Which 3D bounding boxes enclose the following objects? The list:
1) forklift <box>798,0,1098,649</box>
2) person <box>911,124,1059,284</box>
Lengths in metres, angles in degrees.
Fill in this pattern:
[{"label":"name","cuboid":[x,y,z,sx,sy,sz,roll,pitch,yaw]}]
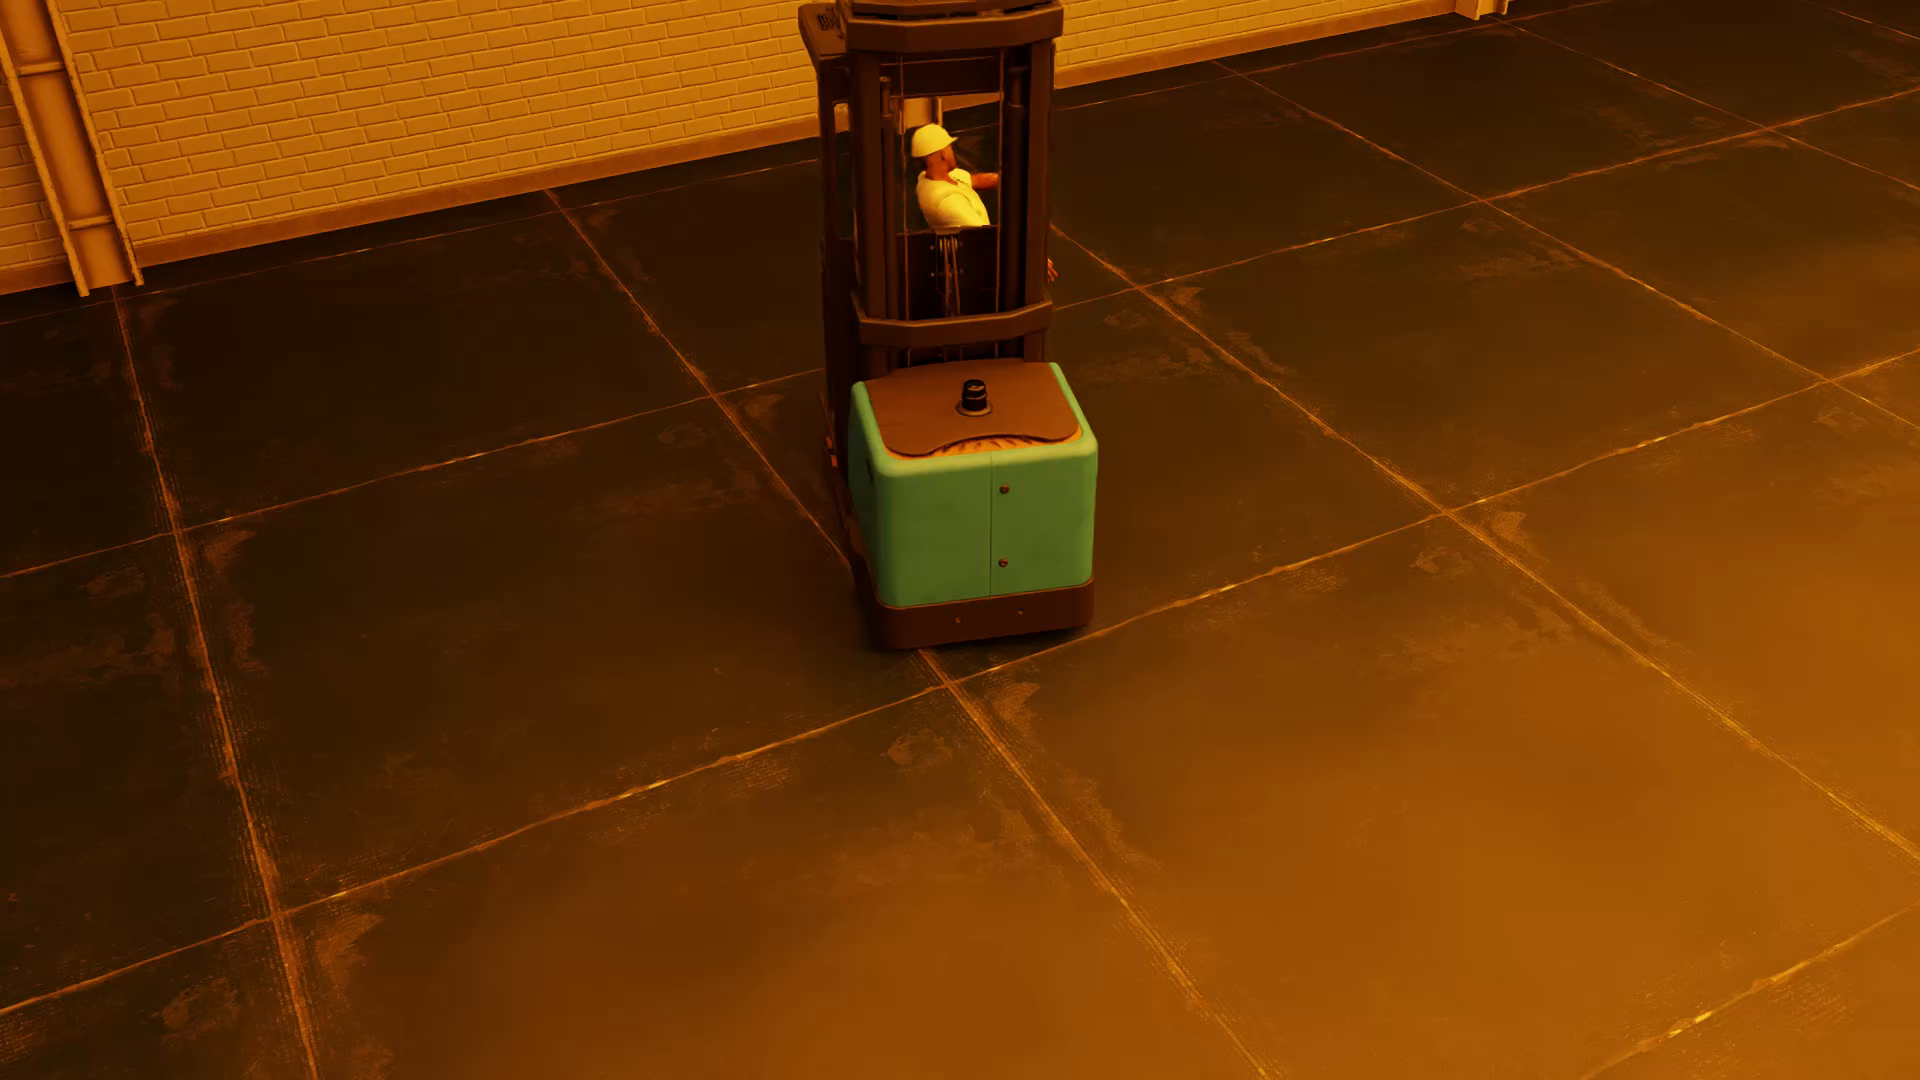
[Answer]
[{"label":"forklift","cuboid":[-0.160,-1.530,8.287,1.130,2.935,3.031,-7,36,-9]},{"label":"person","cuboid":[0.186,-1.526,9.316,0.822,1.565,0.958,-10,37,-14]}]
